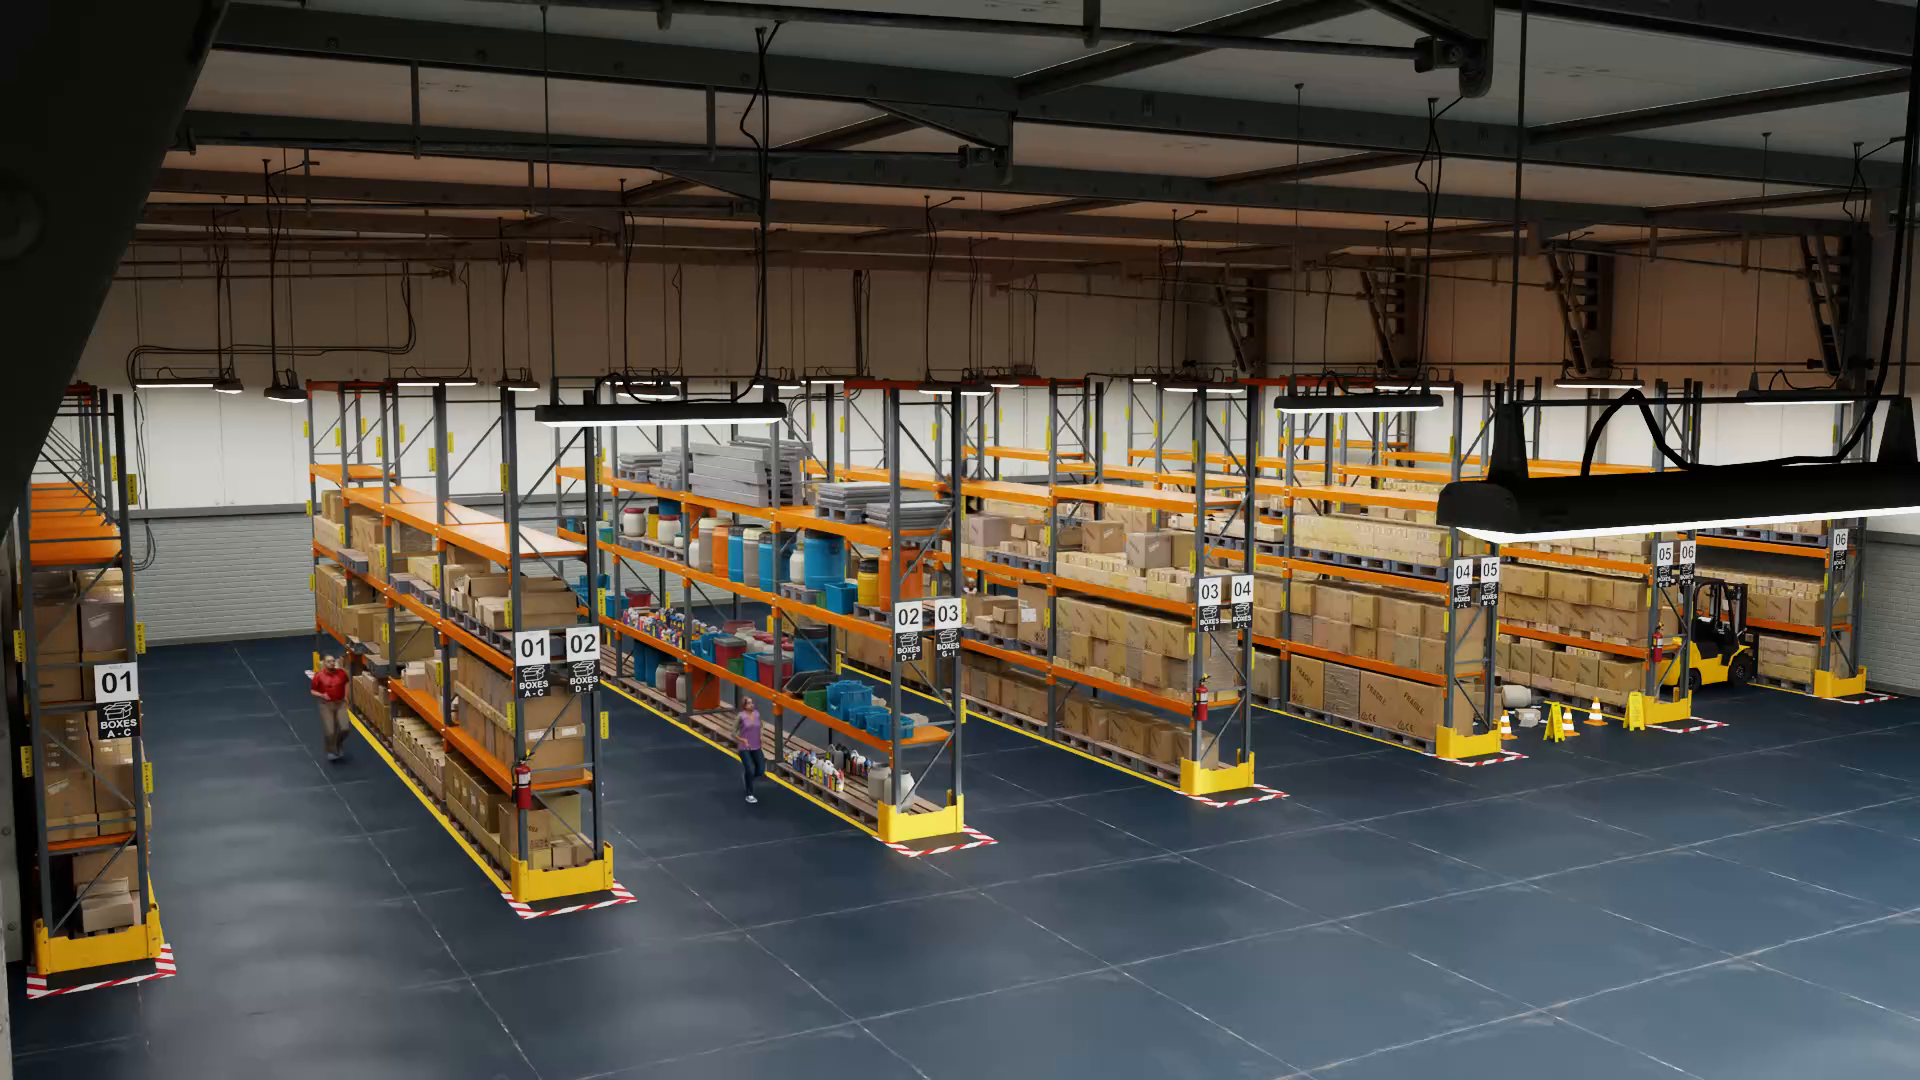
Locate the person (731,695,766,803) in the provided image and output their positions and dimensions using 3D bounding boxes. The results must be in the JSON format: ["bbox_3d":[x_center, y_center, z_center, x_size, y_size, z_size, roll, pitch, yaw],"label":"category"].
[{"bbox_3d":[-3.035,3.011,23.992,0.532,1.550,0.559,-4,7,-33],"label":"person"}]

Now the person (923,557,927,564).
[{"bbox_3d":[-1.082,1.192,41.203,0.516,1.555,0.709,-5,8,-42],"label":"person"}]

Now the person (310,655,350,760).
[{"bbox_3d":[-9.952,2.712,26.444,0.648,1.632,0.613,-4,7,-35],"label":"person"}]

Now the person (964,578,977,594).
[{"bbox_3d":[0.218,1.638,36.563,0.618,1.648,0.719,-3,7,-27],"label":"person"}]
